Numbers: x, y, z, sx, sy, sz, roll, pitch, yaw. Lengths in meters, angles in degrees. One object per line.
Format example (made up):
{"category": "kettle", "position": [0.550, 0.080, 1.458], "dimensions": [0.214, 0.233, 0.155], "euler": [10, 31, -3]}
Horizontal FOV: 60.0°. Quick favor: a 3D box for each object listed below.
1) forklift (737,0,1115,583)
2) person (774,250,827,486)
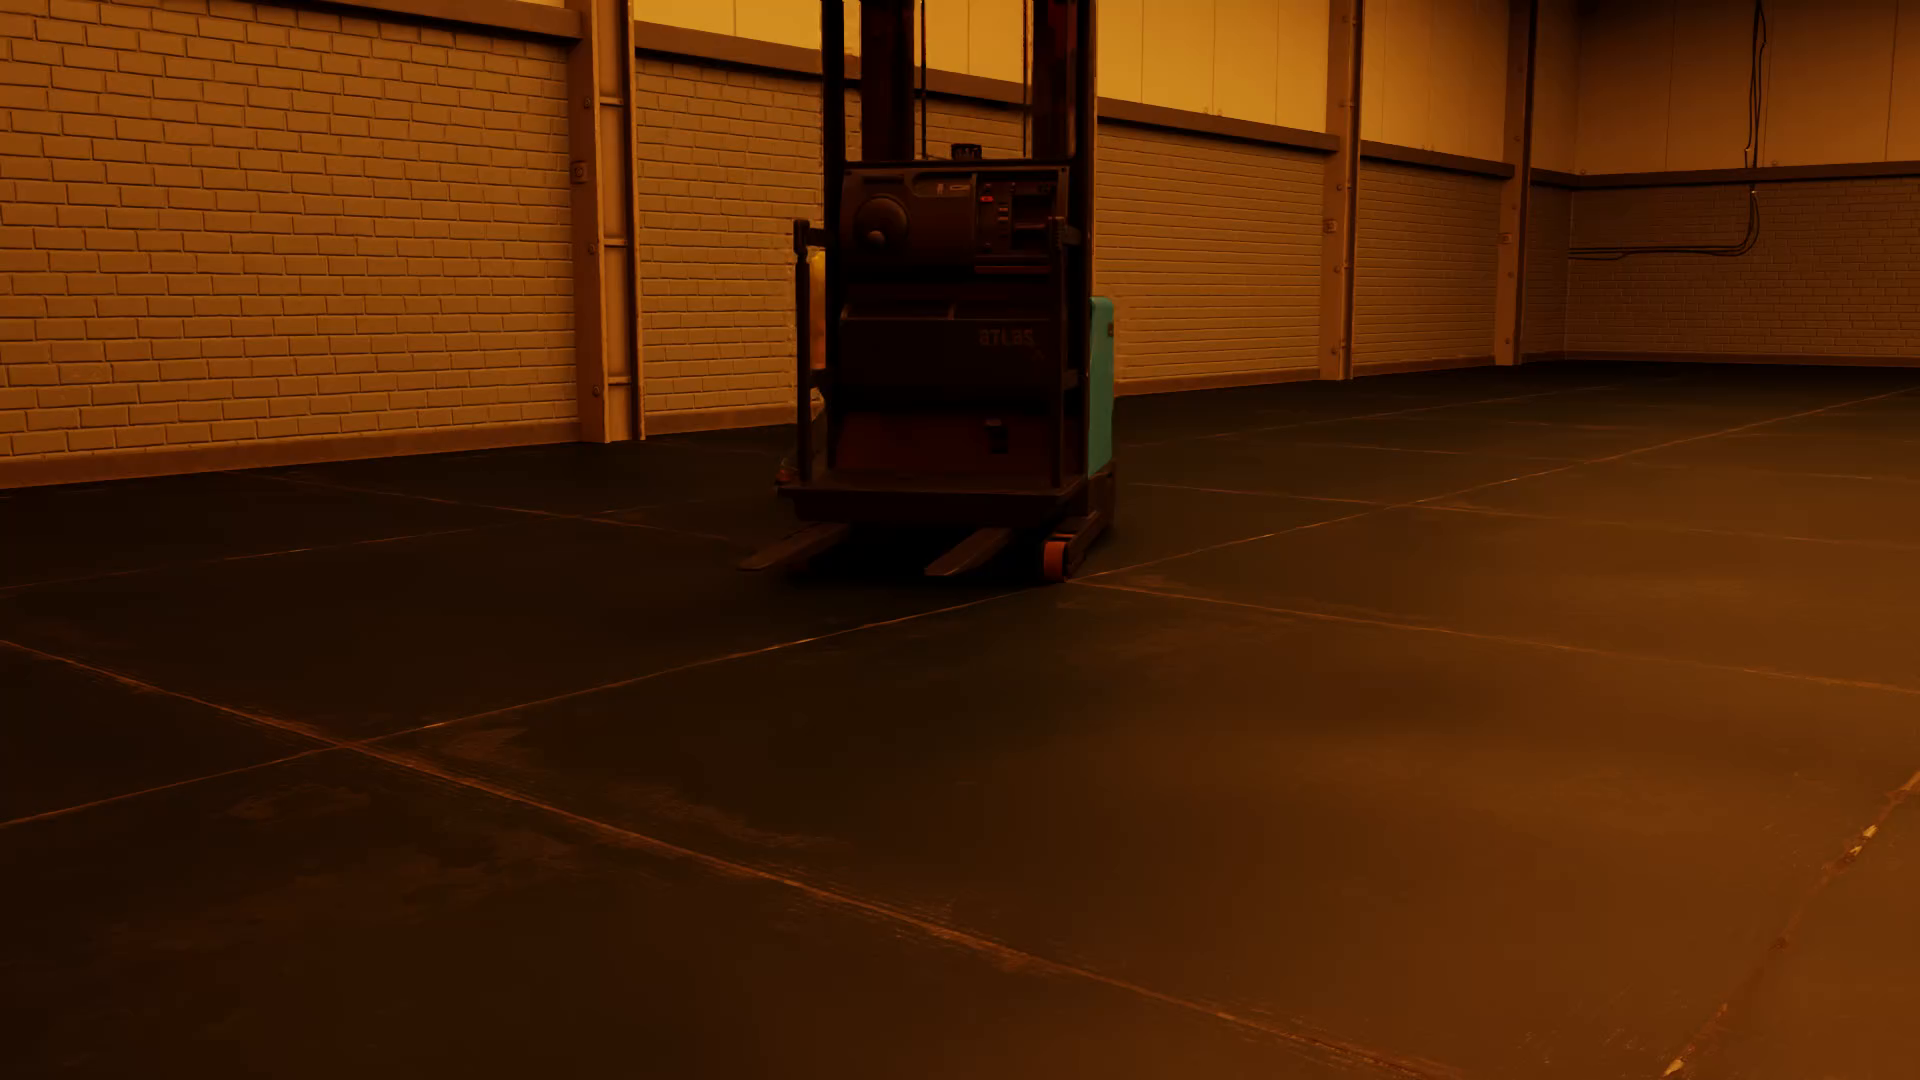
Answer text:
{"category": "forklift", "position": [-0.066, -1.344, 6.470], "dimensions": [1.130, 2.935, 3.031], "euler": [2, 9, 12]}
{"category": "person", "position": [-0.463, -0.954, 8.606], "dimensions": [0.726, 1.542, 1.277], "euler": [-5, 10, -32]}
